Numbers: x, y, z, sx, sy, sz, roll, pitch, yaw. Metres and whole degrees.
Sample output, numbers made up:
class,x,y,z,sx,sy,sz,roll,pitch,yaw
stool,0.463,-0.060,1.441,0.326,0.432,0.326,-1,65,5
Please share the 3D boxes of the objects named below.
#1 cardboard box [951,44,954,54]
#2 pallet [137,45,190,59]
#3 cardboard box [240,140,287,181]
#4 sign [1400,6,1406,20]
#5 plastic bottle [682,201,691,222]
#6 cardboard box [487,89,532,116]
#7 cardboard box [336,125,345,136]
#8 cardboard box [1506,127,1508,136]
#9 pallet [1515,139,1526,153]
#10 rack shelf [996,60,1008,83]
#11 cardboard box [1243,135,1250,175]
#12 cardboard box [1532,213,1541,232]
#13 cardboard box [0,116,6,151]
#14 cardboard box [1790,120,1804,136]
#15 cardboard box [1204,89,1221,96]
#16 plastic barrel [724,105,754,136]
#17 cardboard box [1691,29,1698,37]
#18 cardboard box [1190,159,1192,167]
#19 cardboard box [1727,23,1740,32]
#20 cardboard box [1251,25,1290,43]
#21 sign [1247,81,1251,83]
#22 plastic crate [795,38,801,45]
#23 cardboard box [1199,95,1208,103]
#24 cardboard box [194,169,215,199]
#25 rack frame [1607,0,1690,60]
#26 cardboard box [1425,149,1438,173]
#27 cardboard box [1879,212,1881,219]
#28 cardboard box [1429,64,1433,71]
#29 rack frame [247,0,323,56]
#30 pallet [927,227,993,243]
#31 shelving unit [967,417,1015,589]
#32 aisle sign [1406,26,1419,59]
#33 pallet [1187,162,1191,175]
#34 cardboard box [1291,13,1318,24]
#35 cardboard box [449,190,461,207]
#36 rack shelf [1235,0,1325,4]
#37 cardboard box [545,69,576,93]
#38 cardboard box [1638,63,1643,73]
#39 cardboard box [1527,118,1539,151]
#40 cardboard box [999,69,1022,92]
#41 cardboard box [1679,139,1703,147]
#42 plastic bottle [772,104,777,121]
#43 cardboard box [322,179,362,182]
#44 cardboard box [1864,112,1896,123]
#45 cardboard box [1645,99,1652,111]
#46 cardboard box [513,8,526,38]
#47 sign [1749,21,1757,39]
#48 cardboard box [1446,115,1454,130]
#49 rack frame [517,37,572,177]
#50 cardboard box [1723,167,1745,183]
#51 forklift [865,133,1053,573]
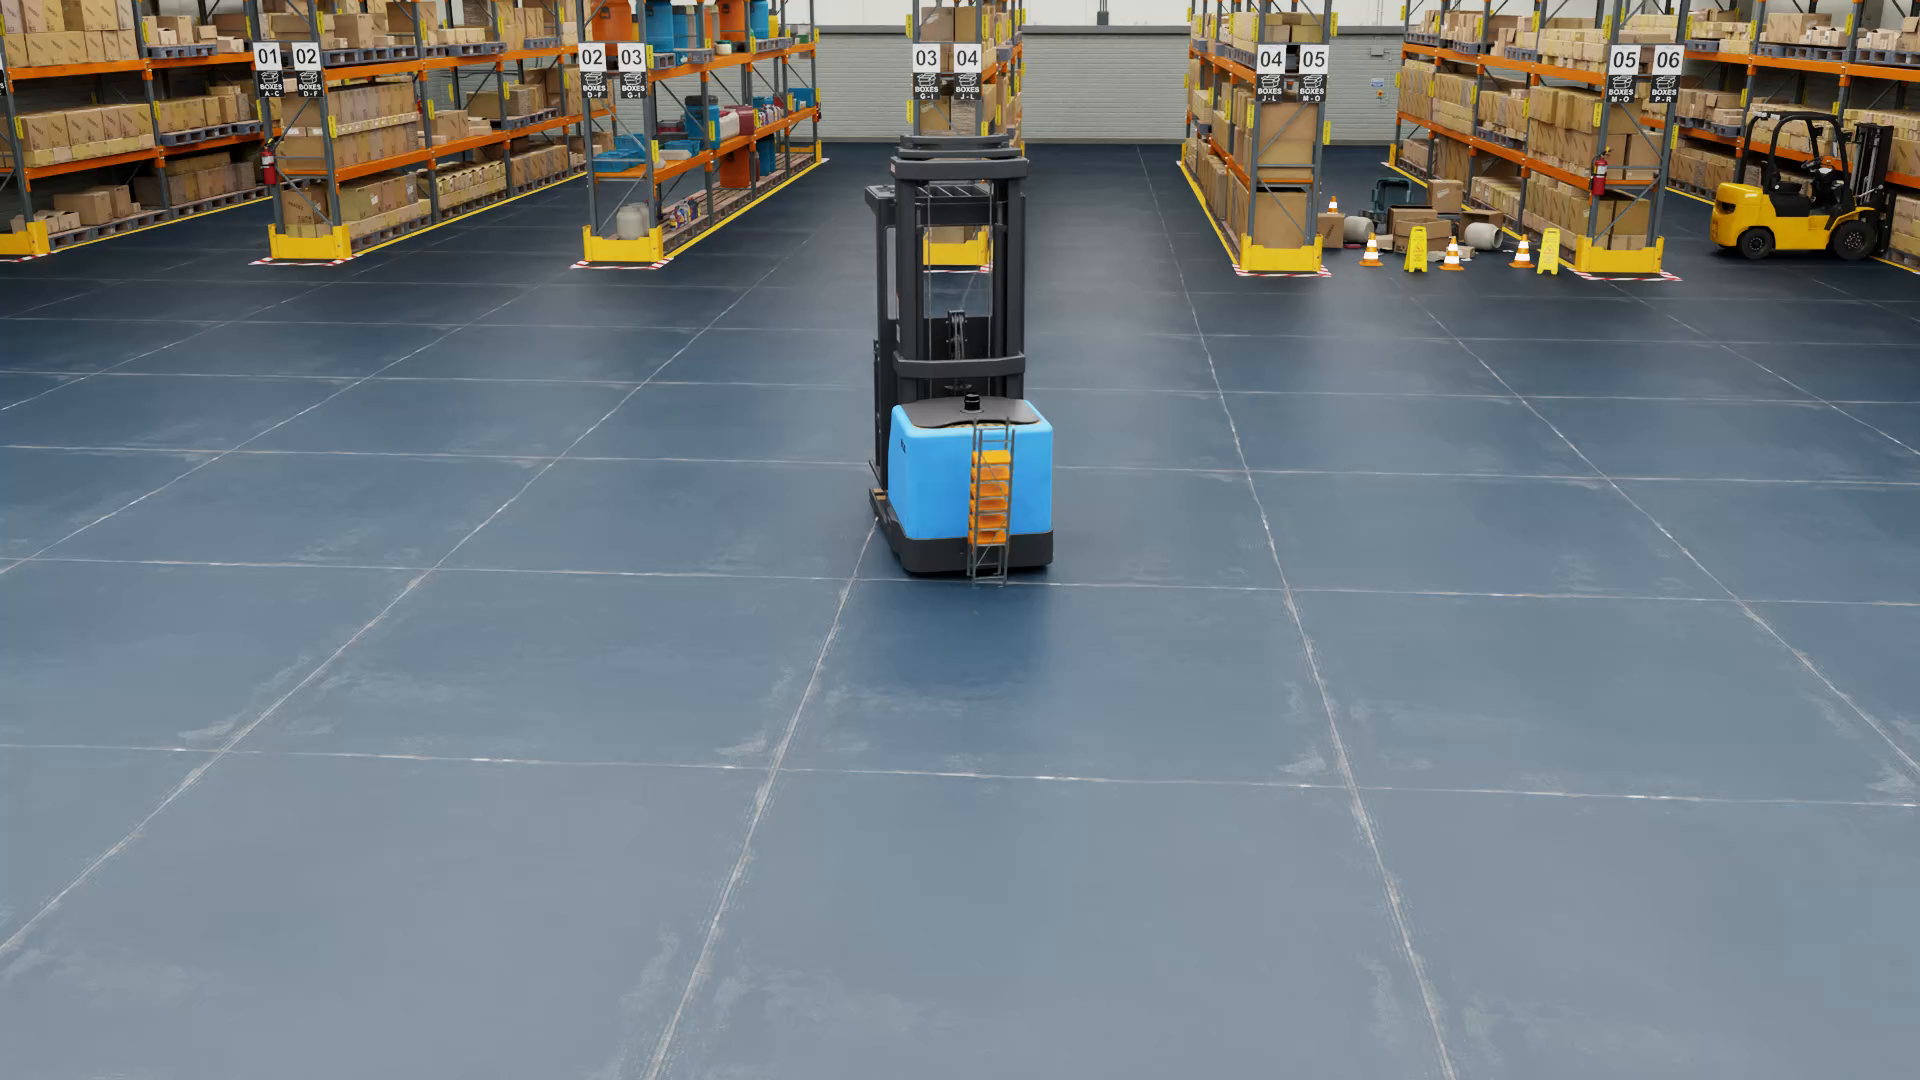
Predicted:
class,x,y,z,sx,sy,sz,roll,pitch,yaw
cardboard box,0.067,-7.228,24.449,0.380,0.149,0.250,1,18,4
pallet,-14.568,-8.704,29.653,1.213,0.211,1.003,1,18,4
cardboard box,-14.248,-7.824,34.262,0.750,0.750,0.750,1,18,3
sign,10.295,-12.245,38.628,0.100,0.325,0.005,1,18,4
plastic bottle,-4.633,-5.541,28.064,0.144,0.351,0.185,1,18,4
cardboard box,-9.302,-9.036,34.348,0.700,0.500,0.500,5,19,14
cardboard box,-9.805,-6.382,25.879,0.380,0.149,0.250,1,18,2
cardboard box,9.837,-7.188,29.272,0.380,0.149,0.250,1,18,4
pallet,10.187,-6.769,28.570,1.003,0.211,1.213,1,18,4
rack shelf,0.246,-8.551,30.042,1.077,0.370,4.000,1,18,4
cardboard box,4.755,-5.821,25.130,0.875,0.550,0.550,1,18,4
cardboard box,9.649,-5.175,27.141,0.500,0.250,0.500,2,18,7
cardboard box,-15.184,-6.382,26.087,0.500,0.500,0.500,1,18,3
cardboard box,14.791,-7.159,28.892,0.500,0.250,0.500,2,18,5
cardboard box,5.369,-9.535,36.066,0.500,0.500,0.500,1,18,4
plastic barrel,-4.282,-8.113,32.148,0.600,0.536,0.708,1,18,4
cardboard box,15.017,-10.233,33.585,0.380,0.149,0.250,2,18,5
cardboard box,5.379,-8.485,37.405,0.380,0.149,0.250,1,18,4
cardboard box,15.032,-9.881,32.067,0.380,0.149,0.250,1,18,3
cardboard box,4.513,-7.363,24.188,0.500,0.250,0.500,2,18,5
sign,6.170,-9.728,35.435,0.100,0.325,0.005,1,18,4
plastic crate,-3.878,-11.337,37.811,0.437,0.136,0.530,1,18,4
cardboard box,5.002,-8.874,33.461,0.380,0.149,0.250,2,18,7
cardboard box,-14.619,-6.748,31.507,0.700,0.500,0.500,1,18,5
rack frame,9.701,-8.234,23.100,1.000,3.000,0.127,1,18,4
cardboard box,10.713,-8.285,36.330,0.875,0.438,0.875,1,18,3
cardboard box,14.477,-5.034,25.907,0.500,0.250,0.500,1,18,4
cardboard box,10.421,-10.280,36.169,0.380,0.149,0.250,1,18,3
rack frame,-10.064,-8.678,24.454,1.000,3.000,0.127,1,18,4
pallet,0.005,-4.932,27.137,1.003,0.211,1.213,1,18,4
shelving unit,0.204,-0.239,11.203,0.258,1.200,0.189,-3,30,-10
aisle sign,10.564,-11.617,38.883,0.394,0.787,0.004,1,18,4
pallet,5.714,-8.453,37.883,1.003,0.211,1.213,1,18,4
cardboard box,5.171,-7.807,24.901,0.380,0.149,0.250,1,18,3
cardboard box,-9.464,-6.240,30.392,0.500,0.250,0.500,2,18,5
rack shelf,4.900,-8.402,25.412,1.077,0.370,4.000,1,18,4
cardboard box,-8.890,-10.216,37.018,0.500,0.500,0.500,2,18,5
cardboard box,9.978,-6.869,24.154,0.380,0.149,0.250,1,18,2
cardboard box,9.678,-6.684,27.366,0.500,0.500,0.500,1,18,4
cardboard box,1.190,-10.843,39.256,0.500,0.500,0.500,2,18,5
cardboard box,15.250,-8.275,34.679,0.380,0.149,0.250,0,18,1
plastic bottle,-4.003,-9.126,35.535,0.144,0.351,0.185,1,18,4
cardboard box,-10.228,-5.715,27.585,0.500,0.500,0.500,1,18,4
cardboard box,14.561,-6.680,26.313,0.380,0.149,0.250,2,18,5
cardboard box,15.375,-9.545,36.498,0.500,0.250,0.500,1,18,4
cardboard box,-9.407,-10.705,34.462,0.600,0.600,0.600,1,18,2
sign,14.684,-9.442,30.774,0.100,0.325,0.005,1,18,4
cardboard box,10.133,-8.434,33.584,0.500,0.250,0.500,1,18,3
rack frame,-9.204,-9.554,36.762,1.000,3.000,0.127,1,18,4
cardboard box,15.041,-6.906,32.022,0.500,0.500,0.500,2,18,6
forklift,-0.110,-1.586,12.557,1.130,2.935,3.031,-3,18,-10
